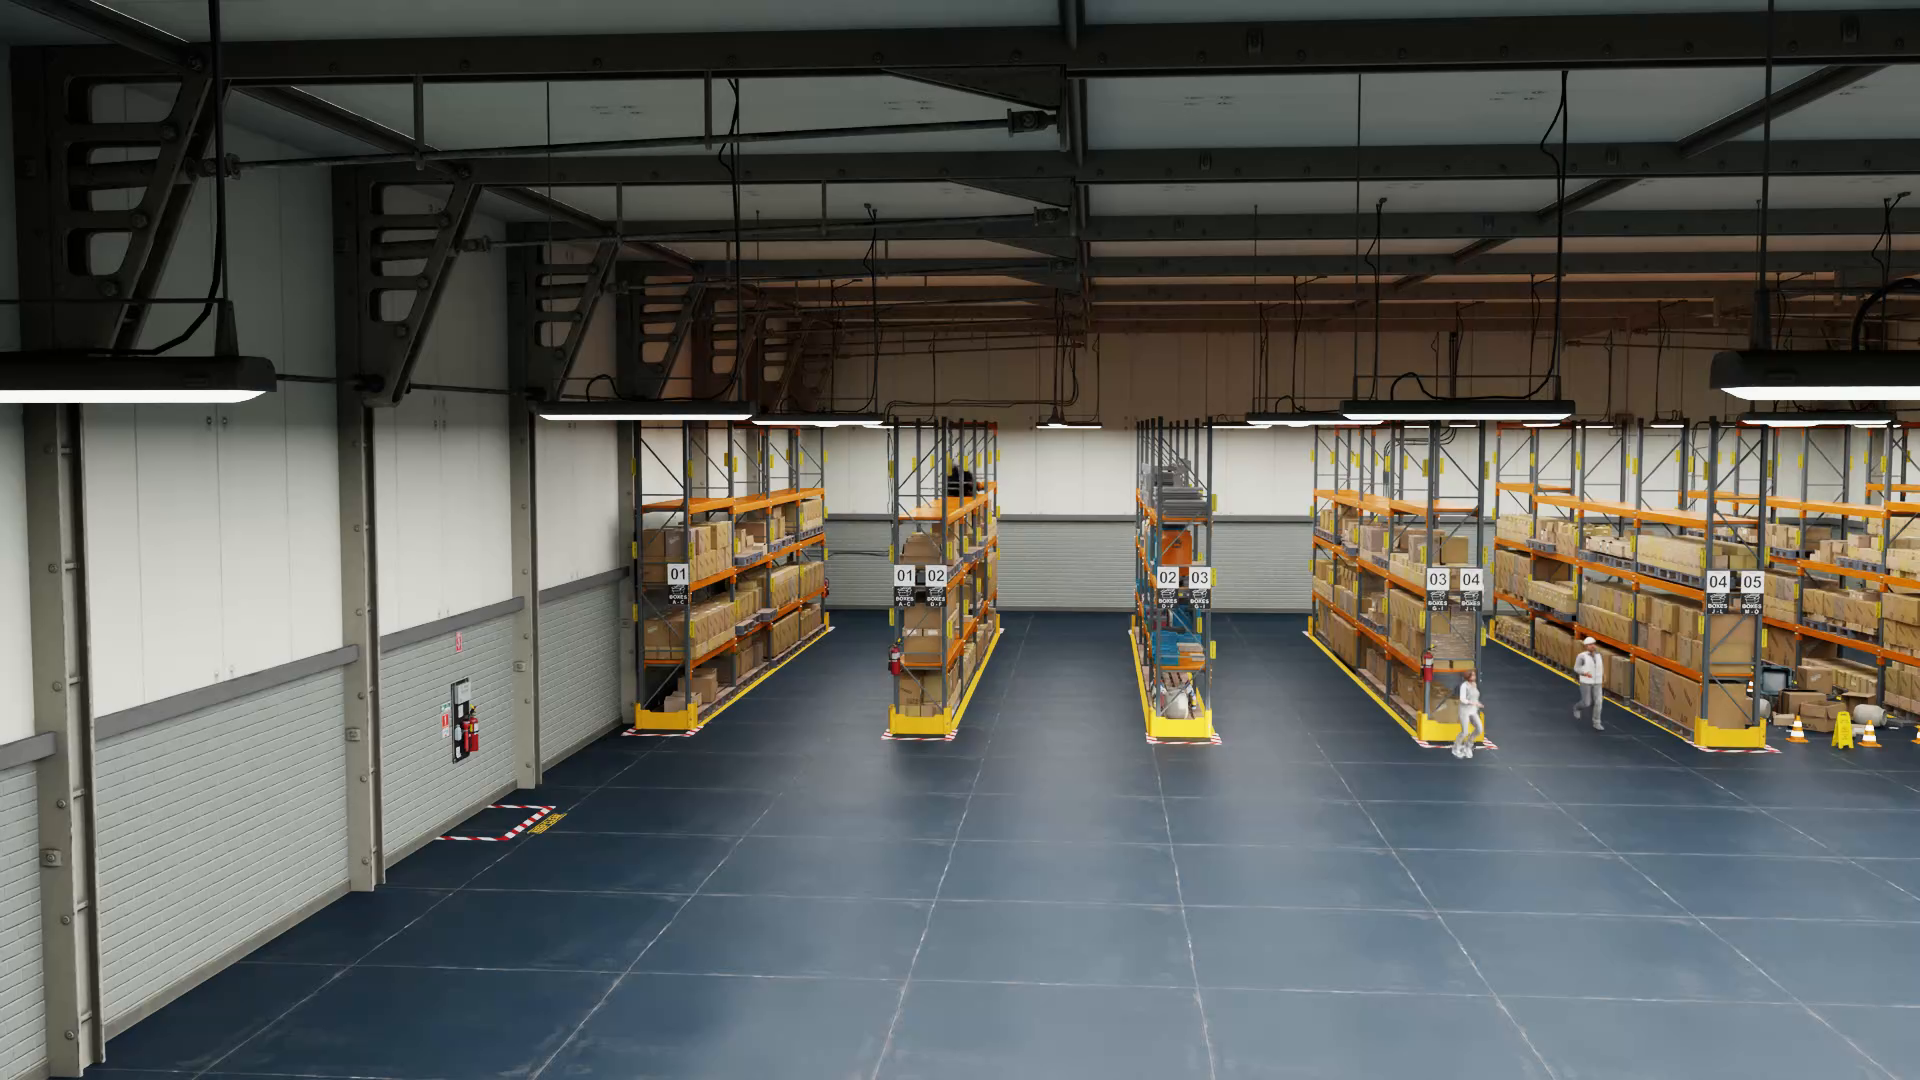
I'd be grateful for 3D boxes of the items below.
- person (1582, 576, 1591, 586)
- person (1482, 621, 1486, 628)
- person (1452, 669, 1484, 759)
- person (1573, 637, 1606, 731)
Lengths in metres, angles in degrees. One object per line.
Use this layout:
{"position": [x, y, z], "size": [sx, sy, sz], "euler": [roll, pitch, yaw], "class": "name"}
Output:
{"position": [17.727, 1.828, 47.136], "size": [0.538, 1.637, 0.565], "euler": [0, 4, 1], "class": "person"}
{"position": [14.573, 1.843, 47.064], "size": [0.758, 1.664, 0.627], "euler": [-1, 4, -16], "class": "person"}
{"position": [8.911, 3.036, 29.047], "size": [0.564, 1.590, 0.640], "euler": [-3, 5, -38], "class": "person"}
{"position": [12.206, 2.752, 32.156], "size": [0.676, 1.751, 0.945], "euler": [0, 4, -7], "class": "person"}
